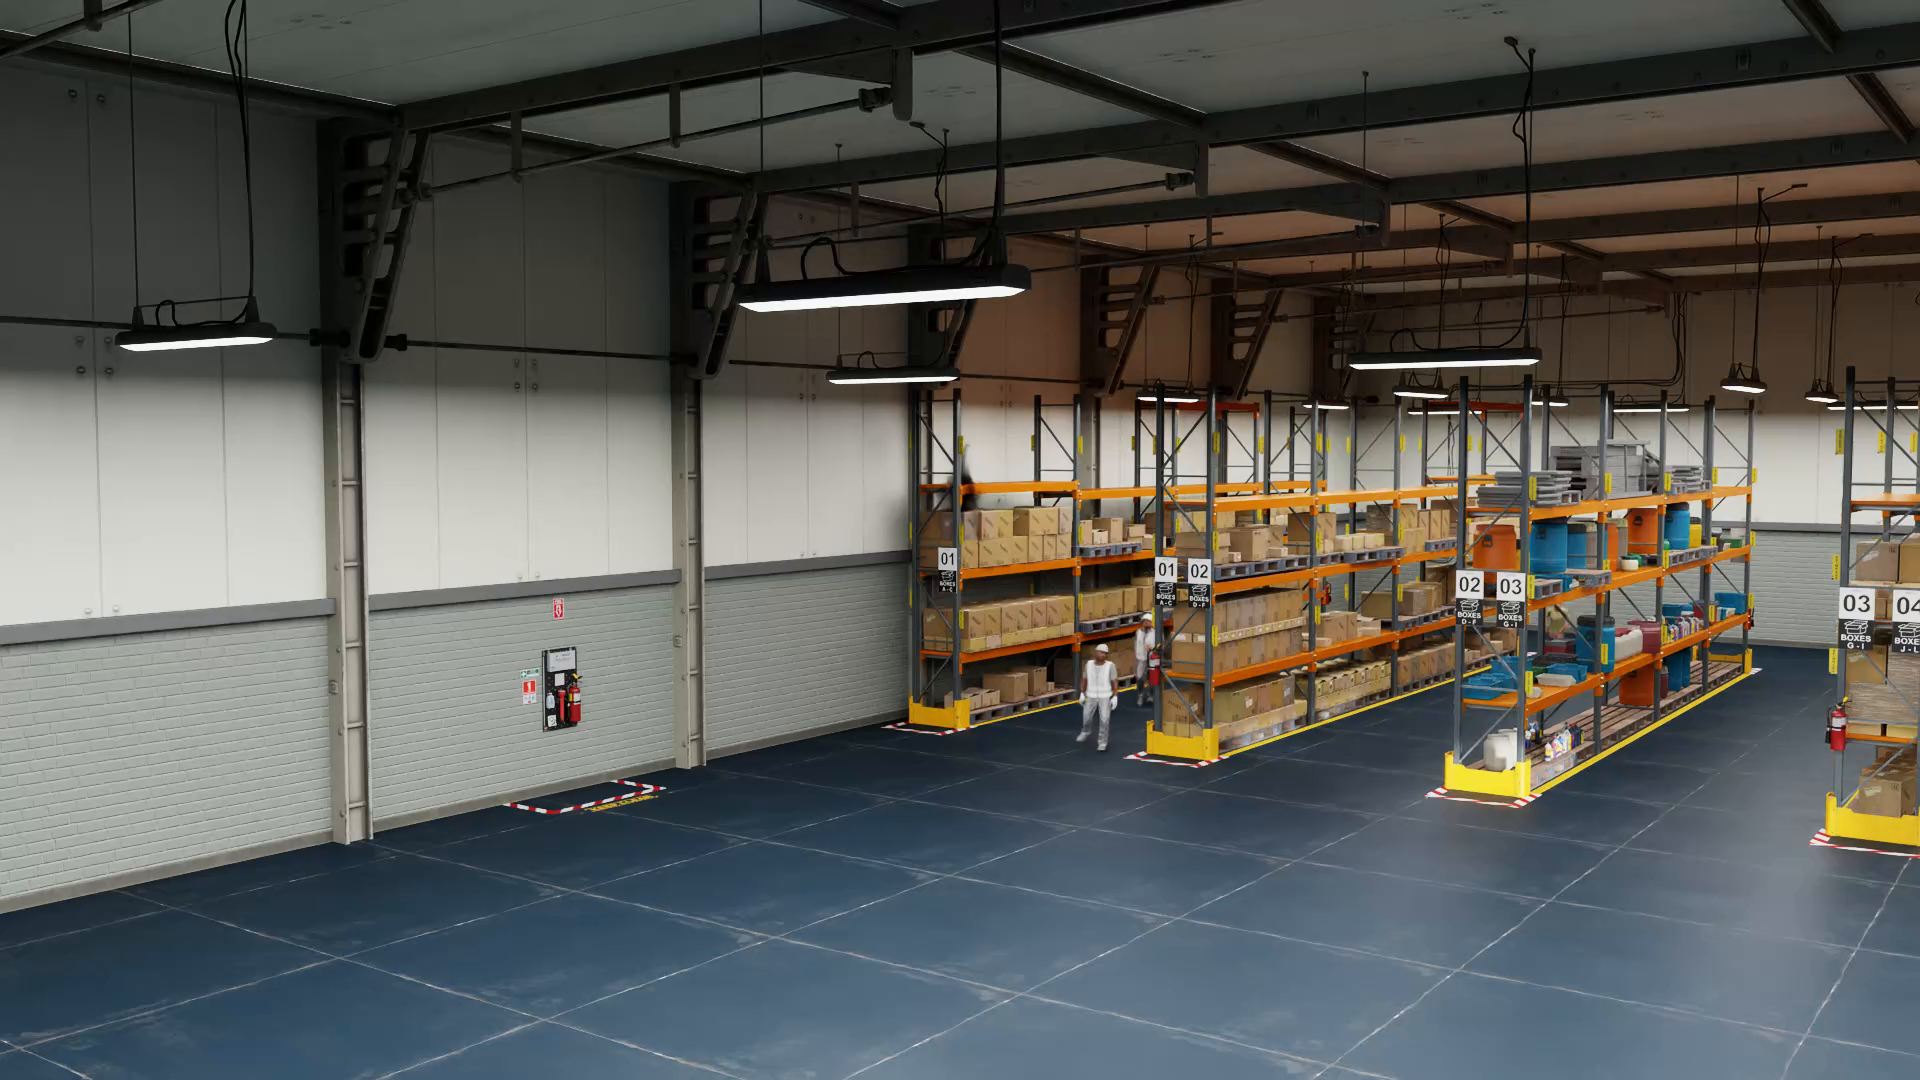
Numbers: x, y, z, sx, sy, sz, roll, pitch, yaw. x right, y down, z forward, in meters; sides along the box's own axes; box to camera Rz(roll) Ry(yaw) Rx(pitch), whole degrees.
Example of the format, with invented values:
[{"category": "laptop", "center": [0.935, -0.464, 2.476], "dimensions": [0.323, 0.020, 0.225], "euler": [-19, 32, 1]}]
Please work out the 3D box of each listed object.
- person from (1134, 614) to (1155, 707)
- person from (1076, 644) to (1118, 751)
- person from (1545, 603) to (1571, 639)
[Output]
[{"category": "person", "center": [3.599, 2.304, 31.891], "dimensions": [0.623, 1.795, 0.716], "euler": [1, 3, 20]}, {"category": "person", "center": [2.243, 2.558, 27.224], "dimensions": [0.720, 1.743, 0.591], "euler": [1, 3, 11]}, {"category": "person", "center": [13.406, 2.081, 37.331], "dimensions": [0.572, 1.604, 0.627], "euler": [1, 3, 20]}]
